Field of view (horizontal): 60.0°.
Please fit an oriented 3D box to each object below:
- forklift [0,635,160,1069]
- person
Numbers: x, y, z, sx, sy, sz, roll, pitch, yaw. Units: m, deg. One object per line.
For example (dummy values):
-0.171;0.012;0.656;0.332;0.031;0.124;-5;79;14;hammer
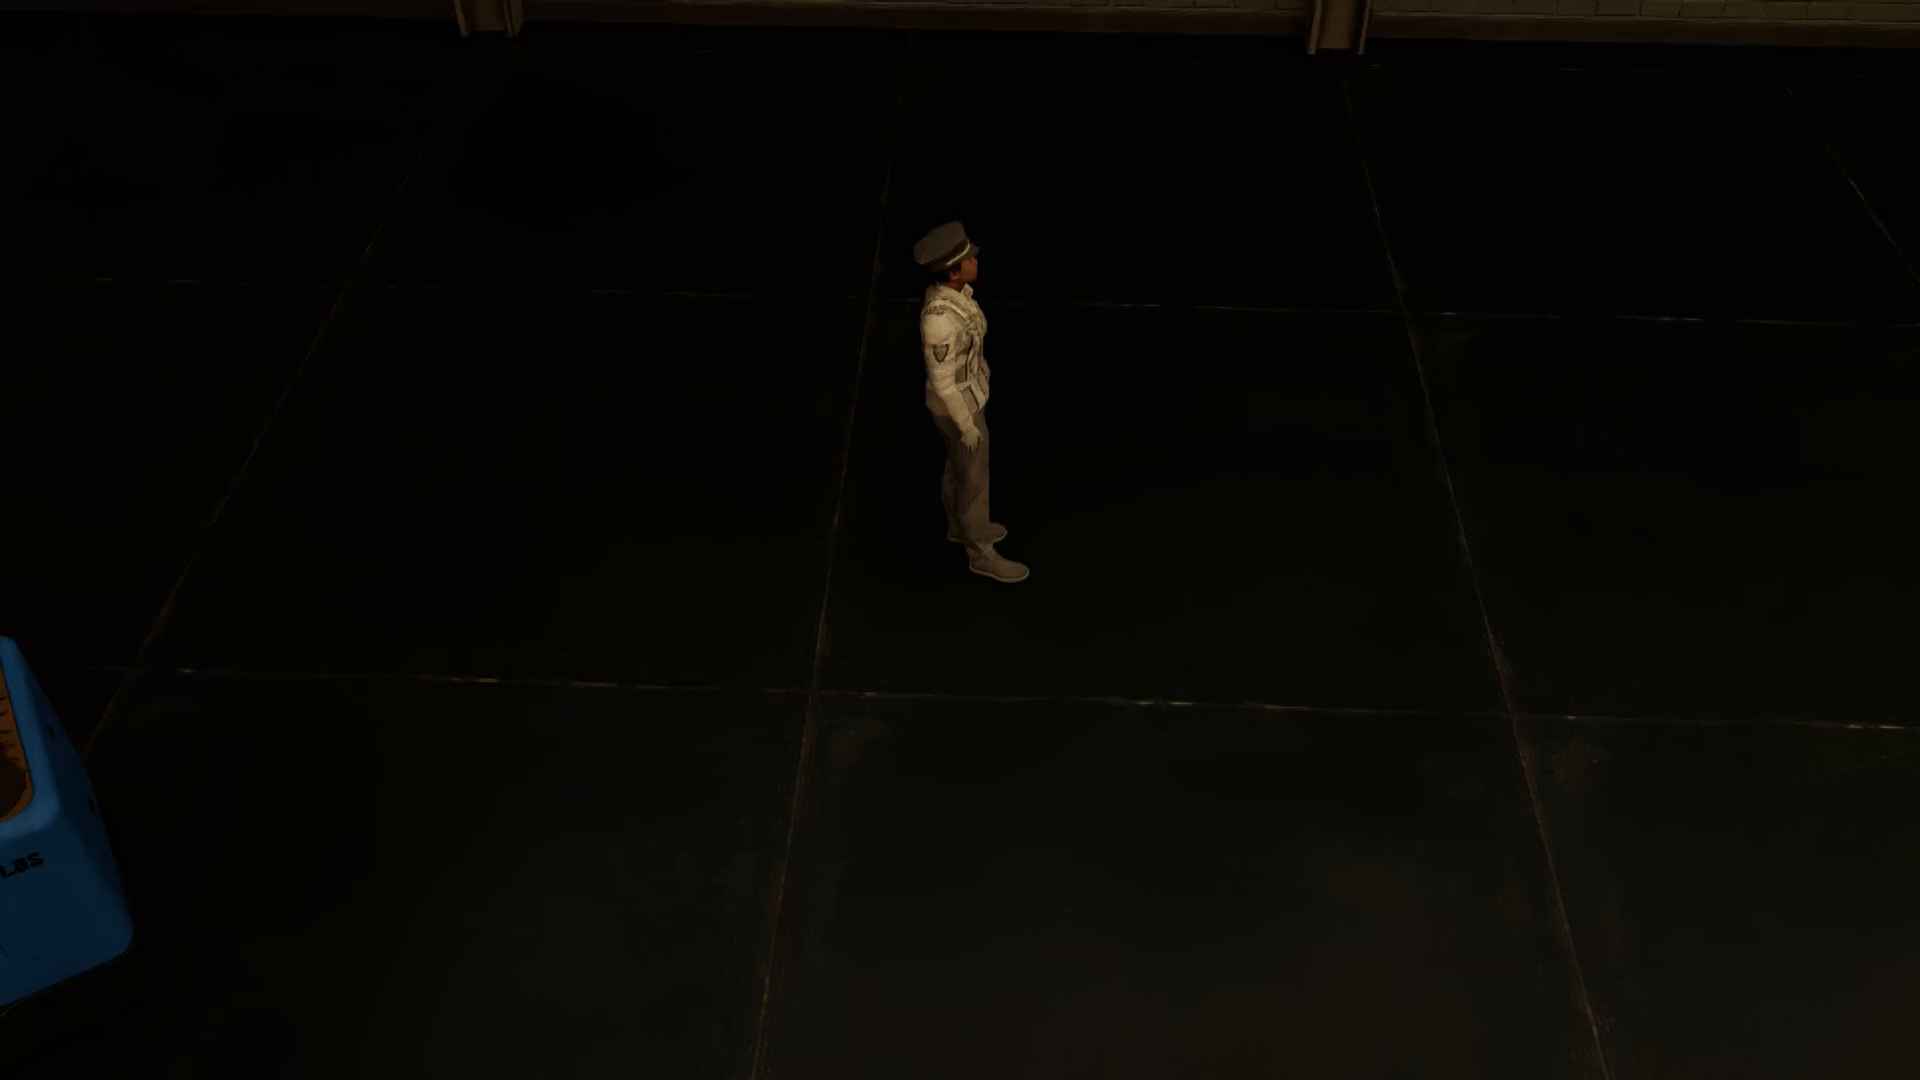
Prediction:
-4.445;0.826;4.837;3.031;2.935;1.130;-23;47;-23;forklift
0.067;-0.624;7.332;0.532;1.695;0.586;2;42;2;person
